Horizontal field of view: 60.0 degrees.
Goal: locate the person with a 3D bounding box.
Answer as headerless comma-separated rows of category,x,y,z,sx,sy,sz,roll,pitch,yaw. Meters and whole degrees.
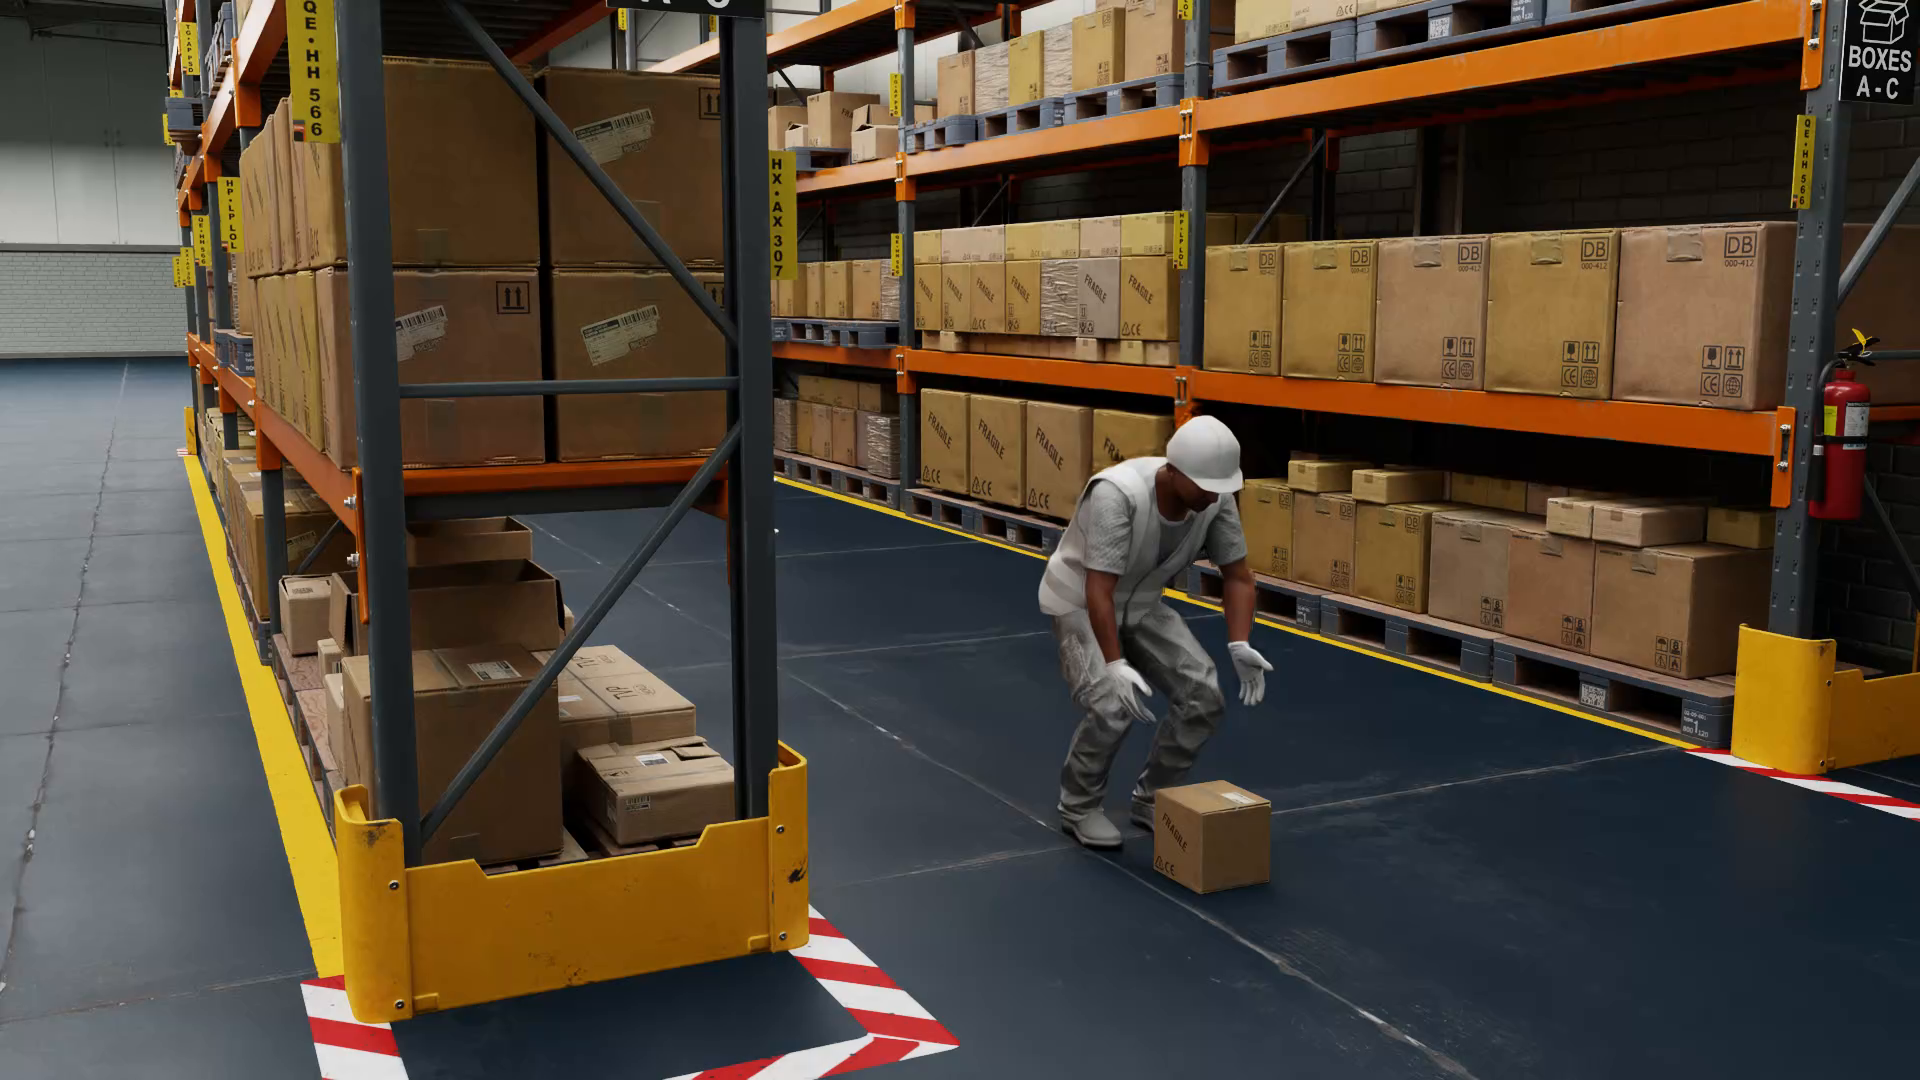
person,0.605,0.276,5.288,0.613,1.380,0.789,-4,9,-26
